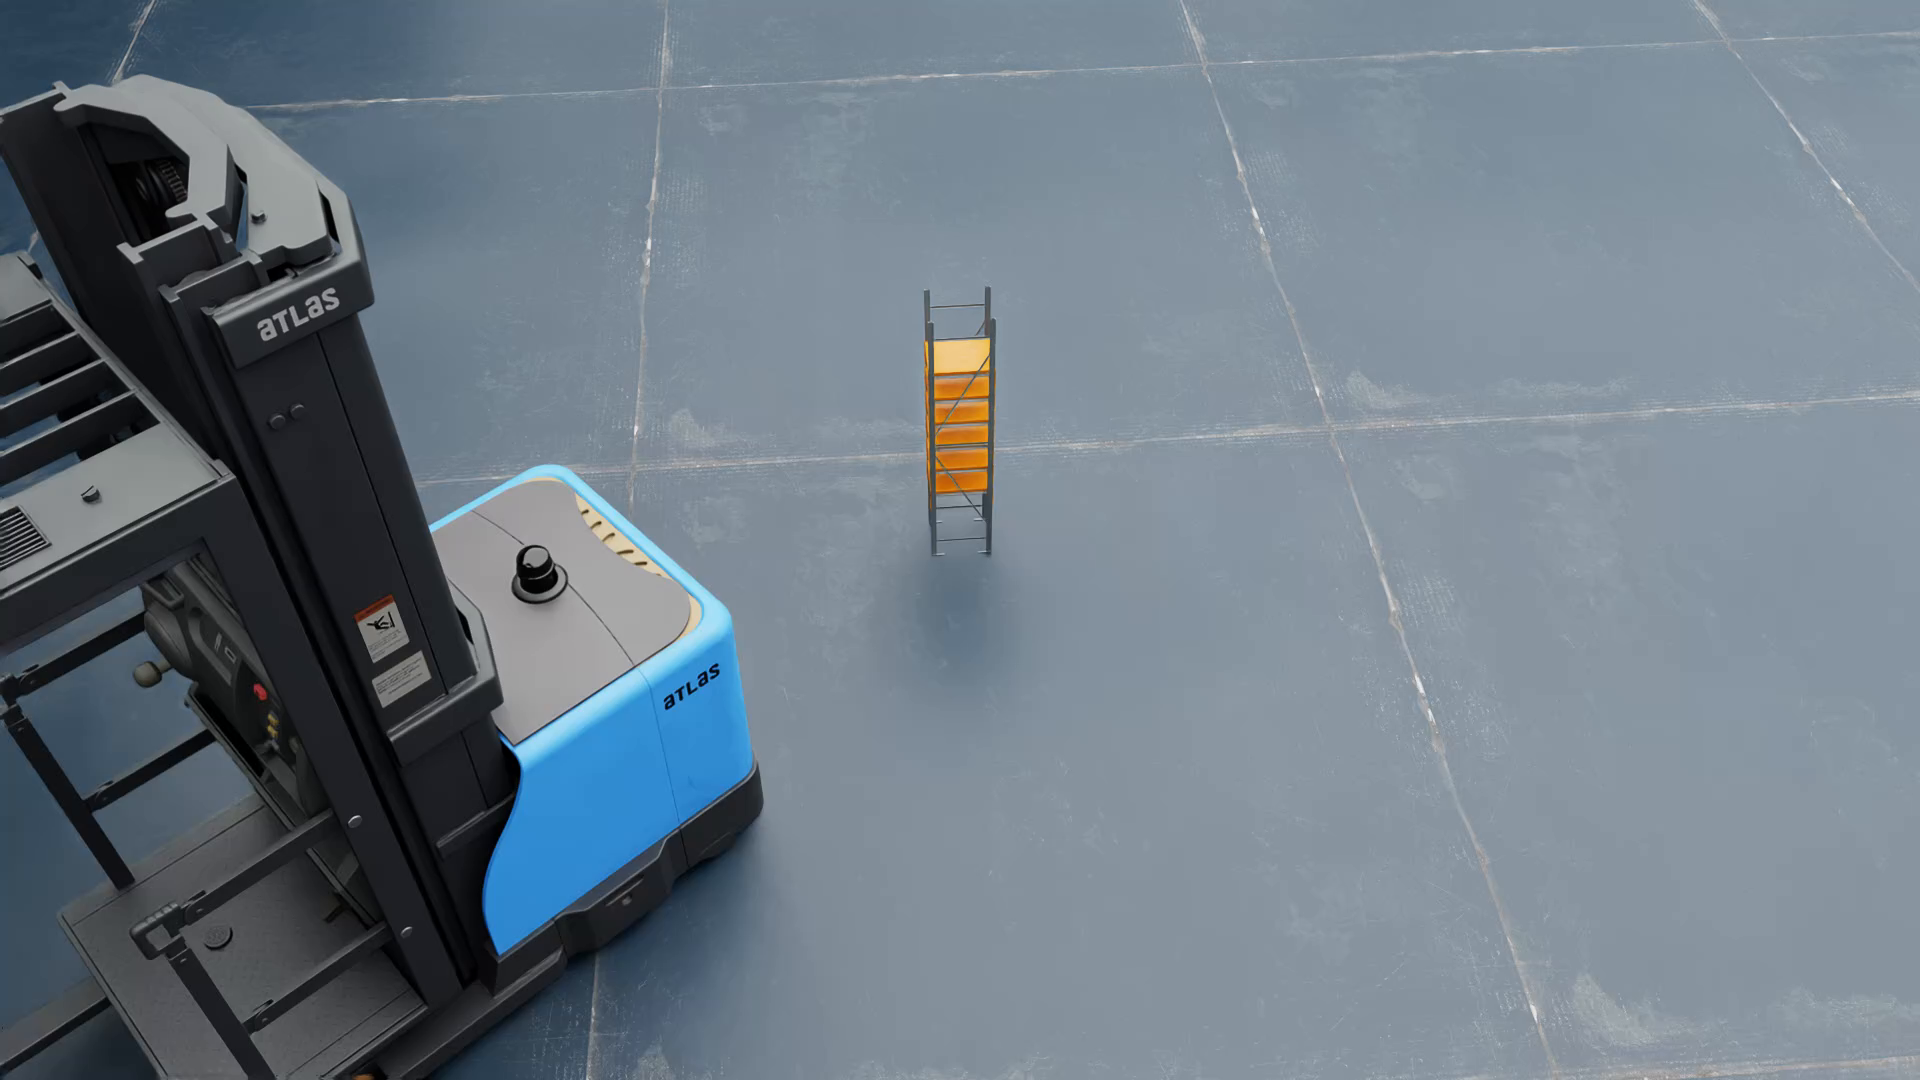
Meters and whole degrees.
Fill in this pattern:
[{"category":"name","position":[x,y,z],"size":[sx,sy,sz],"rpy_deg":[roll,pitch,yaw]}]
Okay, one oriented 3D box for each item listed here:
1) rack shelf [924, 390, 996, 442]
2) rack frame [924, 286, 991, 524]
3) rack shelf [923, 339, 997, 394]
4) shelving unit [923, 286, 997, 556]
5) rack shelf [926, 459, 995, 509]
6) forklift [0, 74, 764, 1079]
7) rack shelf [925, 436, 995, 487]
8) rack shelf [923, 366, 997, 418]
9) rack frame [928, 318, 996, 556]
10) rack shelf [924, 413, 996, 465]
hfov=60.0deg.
[{"category":"rack shelf","position":[-0.001,-0.475,6.269],"size":[0.258,0.103,0.180],"rpy_deg":[-3,47,-3]},{"category":"rack frame","position":[-0.009,-0.489,6.387],"size":[0.240,1.200,0.006],"rpy_deg":[-3,47,-3]},{"category":"rack shelf","position":[-0.001,-0.640,6.095],"size":[0.258,0.103,0.180],"rpy_deg":[-3,47,-3]},{"category":"shelving unit","position":[-0.001,-0.423,6.324],"size":[0.258,1.200,0.189],"rpy_deg":[-3,47,-3]},{"category":"rack shelf","position":[-0.001,-0.227,6.531],"size":[0.258,0.103,0.180],"rpy_deg":[-3,47,-3]},{"category":"forklift","position":[-2.097,0.443,4.311],"size":[3.031,2.935,1.130],"rpy_deg":[-35,56,-28]},{"category":"rack shelf","position":[-0.001,-0.310,6.444],"size":[0.258,0.103,0.180],"rpy_deg":[-3,47,-3]},{"category":"rack shelf","position":[-0.001,-0.558,6.182],"size":[0.258,0.103,0.180],"rpy_deg":[-3,47,-3]},{"category":"rack frame","position":[0.006,-0.357,6.262],"size":[0.240,1.200,0.006],"rpy_deg":[-3,47,-3]},{"category":"rack shelf","position":[-0.001,-0.392,6.357],"size":[0.258,0.103,0.180],"rpy_deg":[-3,47,-3]}]
